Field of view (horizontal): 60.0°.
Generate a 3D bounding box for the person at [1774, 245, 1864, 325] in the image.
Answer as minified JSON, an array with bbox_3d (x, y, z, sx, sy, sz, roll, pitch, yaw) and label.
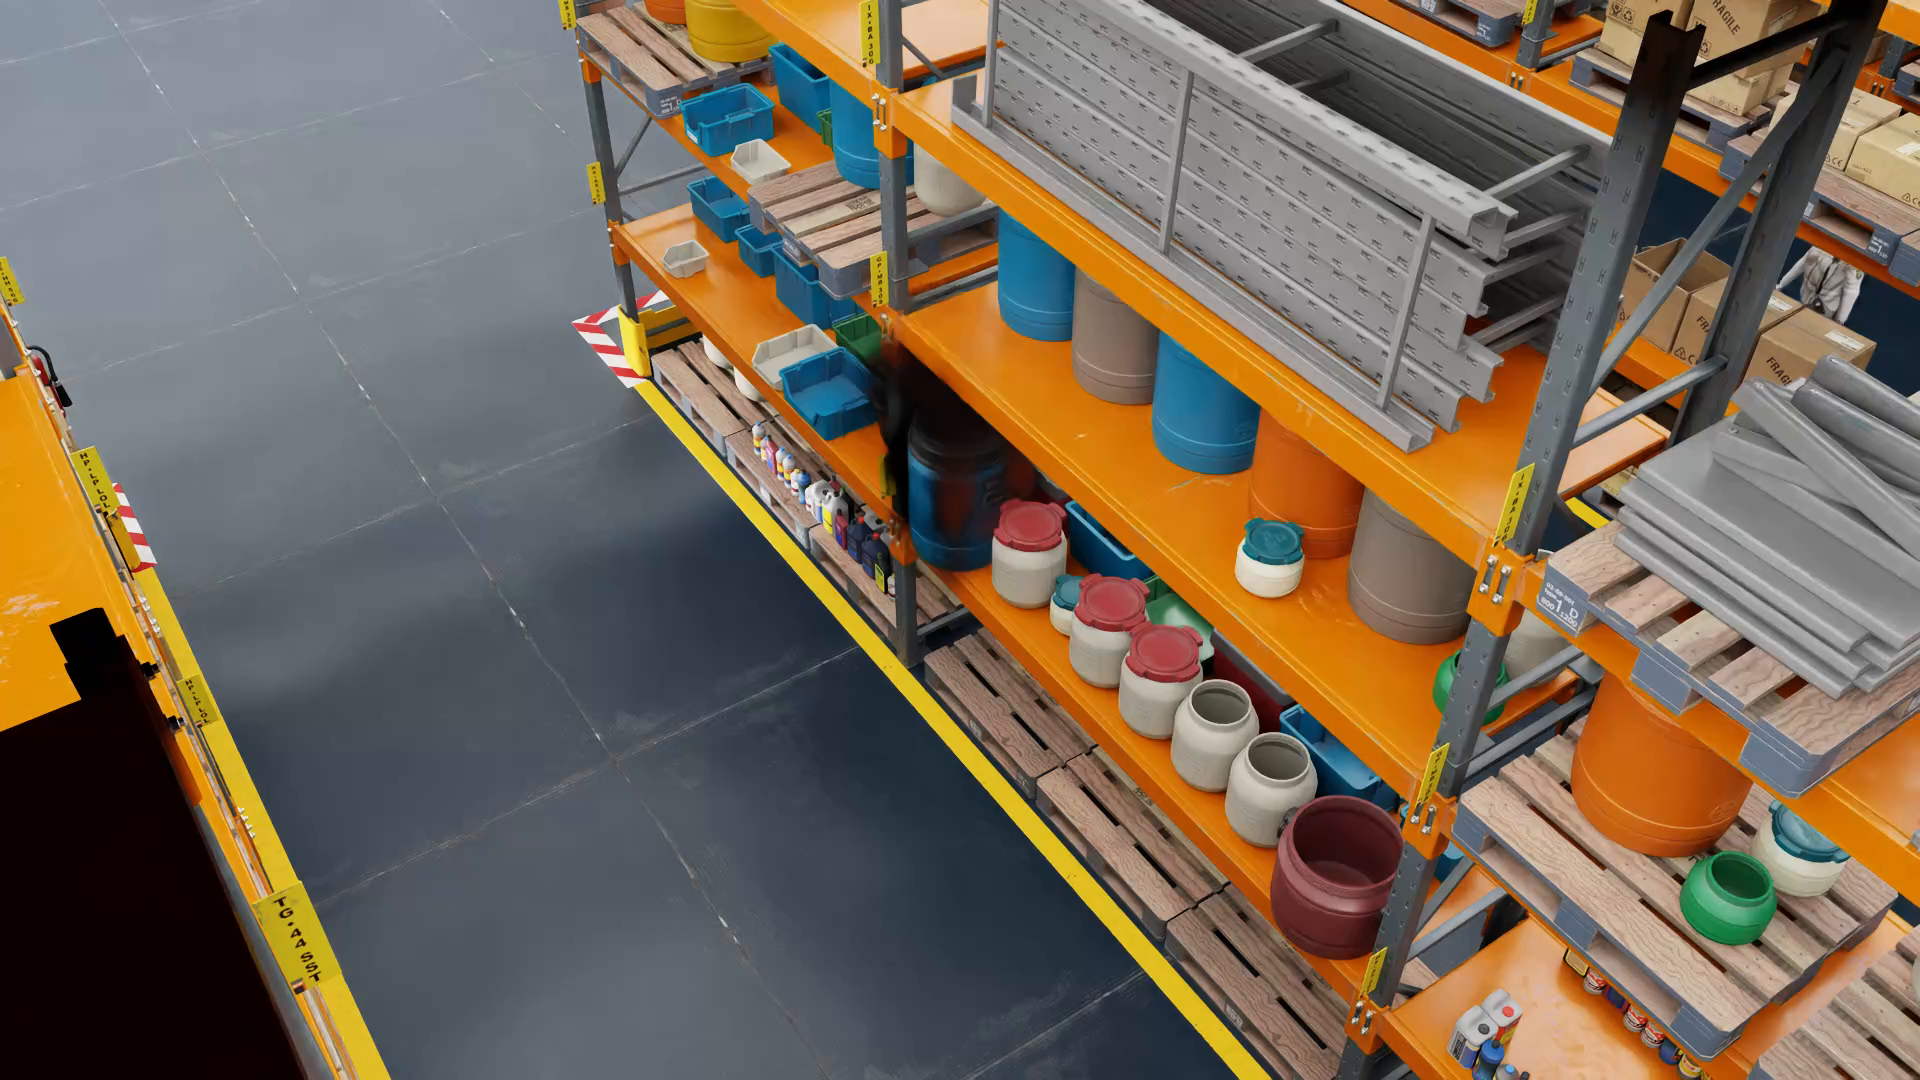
[{"bbox_3d":[6.354,-1.762,12.471,0.532,1.716,0.514,13,44,14],"label":"person"}]
